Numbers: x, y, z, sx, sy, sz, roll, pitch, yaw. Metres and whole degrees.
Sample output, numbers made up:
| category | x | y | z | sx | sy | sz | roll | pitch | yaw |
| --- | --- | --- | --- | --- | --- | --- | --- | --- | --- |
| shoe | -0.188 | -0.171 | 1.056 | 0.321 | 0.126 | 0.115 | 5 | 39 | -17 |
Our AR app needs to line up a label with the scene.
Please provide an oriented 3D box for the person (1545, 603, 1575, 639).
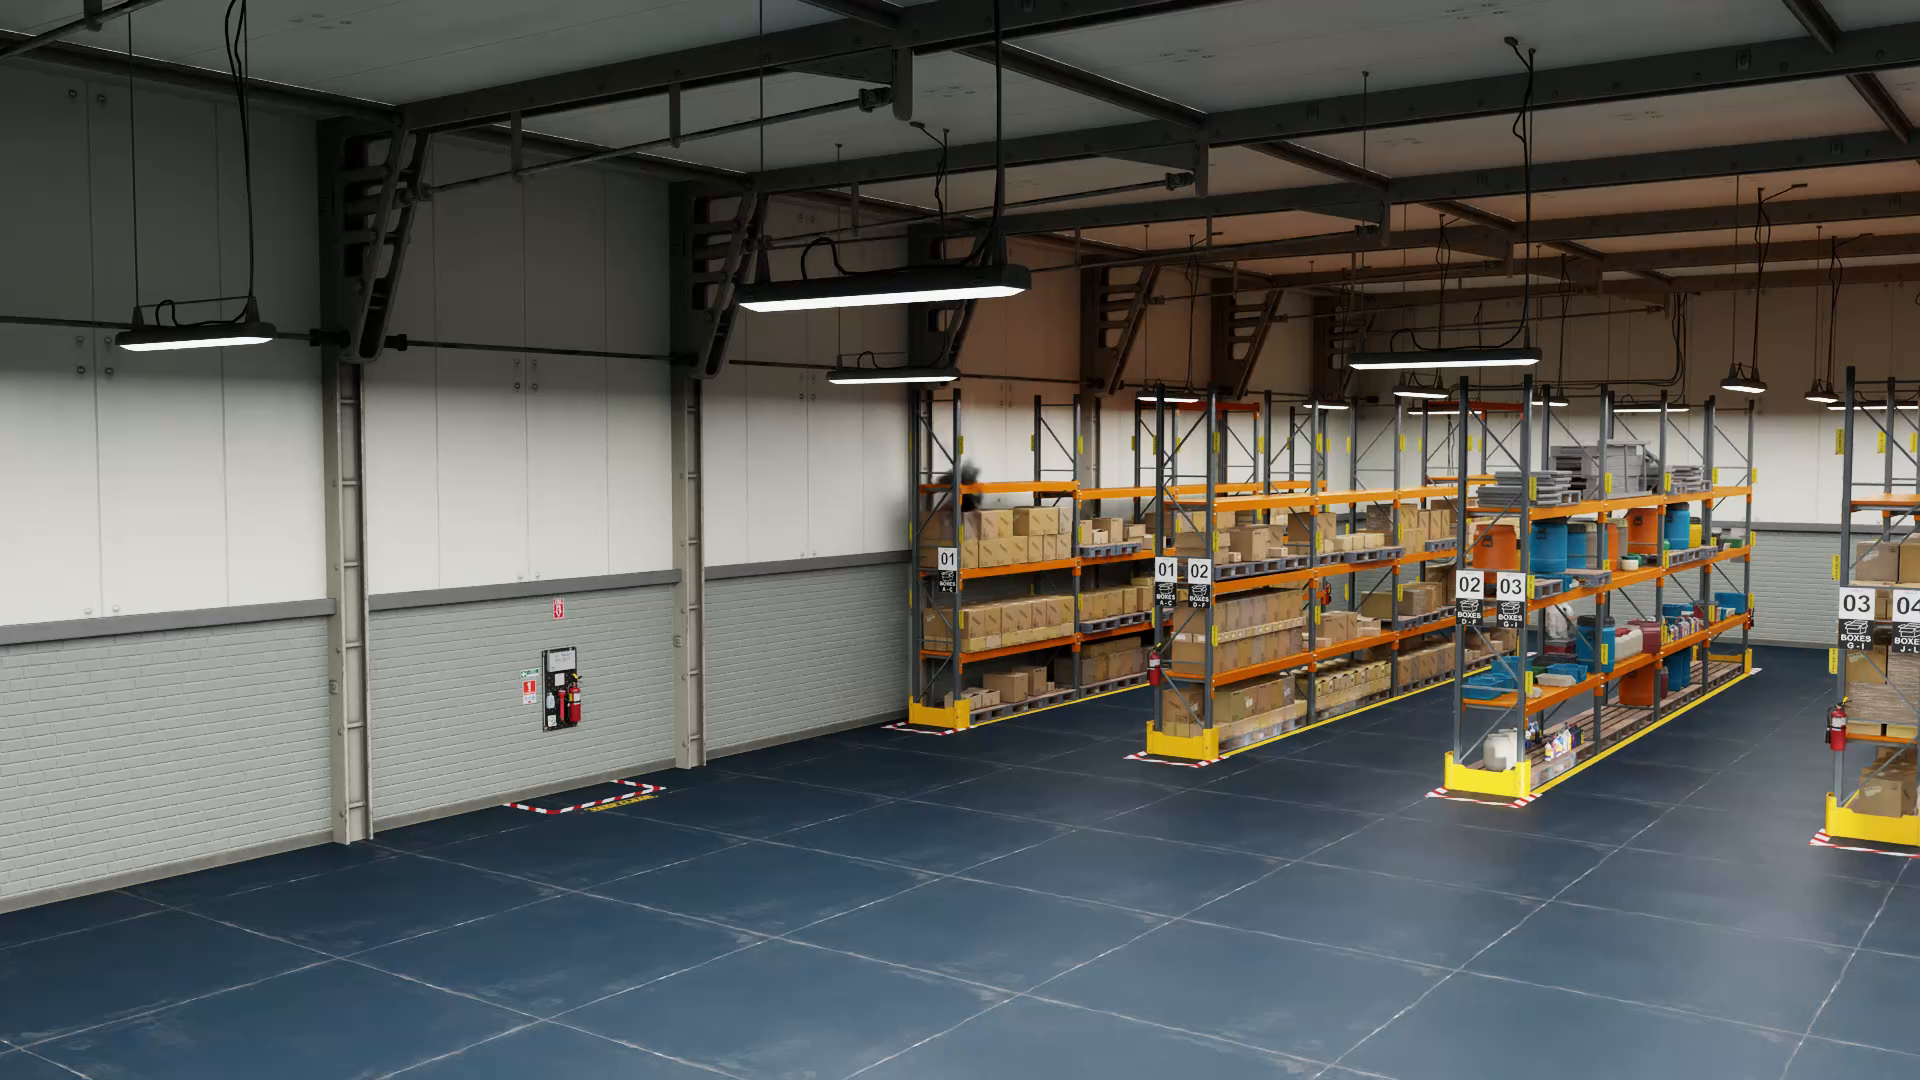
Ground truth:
| category | x | y | z | sx | sy | sz | roll | pitch | yaw |
| --- | --- | --- | --- | --- | --- | --- | --- | --- | --- |
| person | 13.408 | 2.014 | 37.247 | 0.668 | 1.785 | 0.841 | 2 | 4 | 29 |
